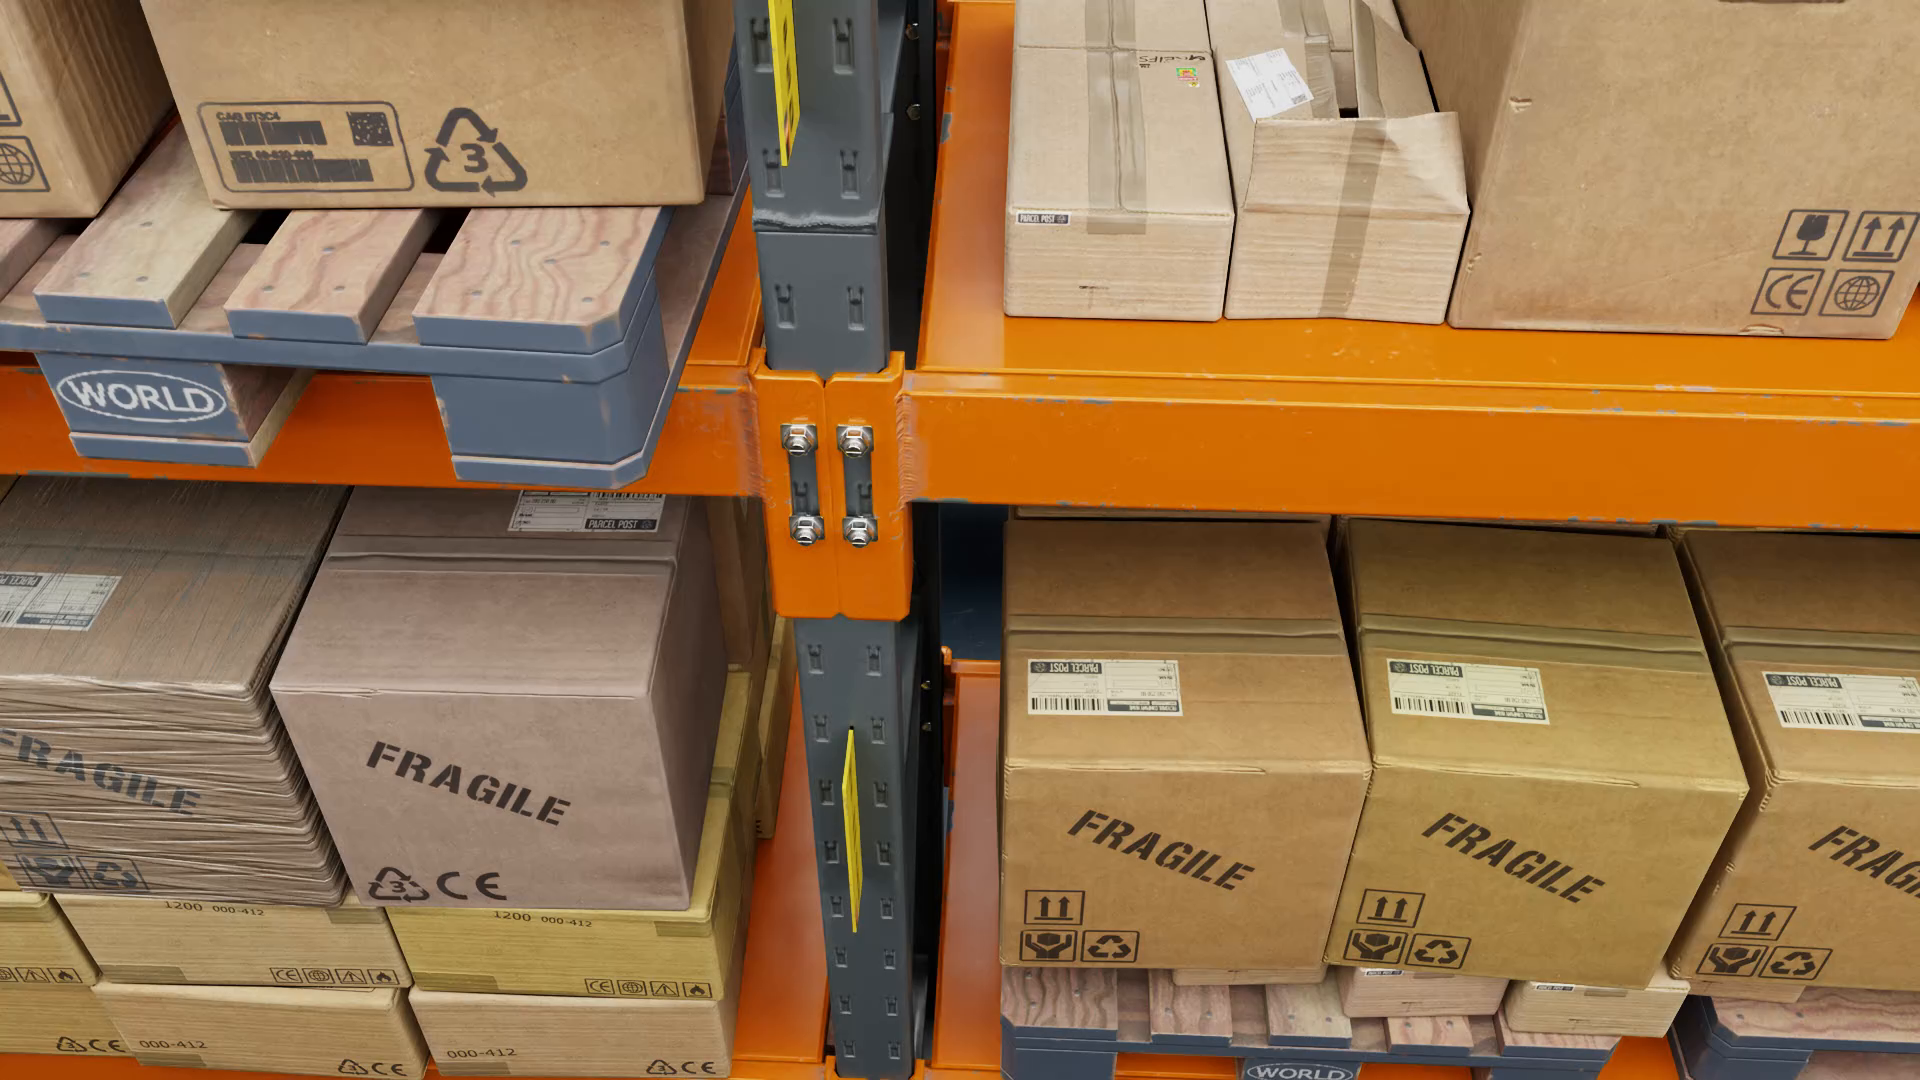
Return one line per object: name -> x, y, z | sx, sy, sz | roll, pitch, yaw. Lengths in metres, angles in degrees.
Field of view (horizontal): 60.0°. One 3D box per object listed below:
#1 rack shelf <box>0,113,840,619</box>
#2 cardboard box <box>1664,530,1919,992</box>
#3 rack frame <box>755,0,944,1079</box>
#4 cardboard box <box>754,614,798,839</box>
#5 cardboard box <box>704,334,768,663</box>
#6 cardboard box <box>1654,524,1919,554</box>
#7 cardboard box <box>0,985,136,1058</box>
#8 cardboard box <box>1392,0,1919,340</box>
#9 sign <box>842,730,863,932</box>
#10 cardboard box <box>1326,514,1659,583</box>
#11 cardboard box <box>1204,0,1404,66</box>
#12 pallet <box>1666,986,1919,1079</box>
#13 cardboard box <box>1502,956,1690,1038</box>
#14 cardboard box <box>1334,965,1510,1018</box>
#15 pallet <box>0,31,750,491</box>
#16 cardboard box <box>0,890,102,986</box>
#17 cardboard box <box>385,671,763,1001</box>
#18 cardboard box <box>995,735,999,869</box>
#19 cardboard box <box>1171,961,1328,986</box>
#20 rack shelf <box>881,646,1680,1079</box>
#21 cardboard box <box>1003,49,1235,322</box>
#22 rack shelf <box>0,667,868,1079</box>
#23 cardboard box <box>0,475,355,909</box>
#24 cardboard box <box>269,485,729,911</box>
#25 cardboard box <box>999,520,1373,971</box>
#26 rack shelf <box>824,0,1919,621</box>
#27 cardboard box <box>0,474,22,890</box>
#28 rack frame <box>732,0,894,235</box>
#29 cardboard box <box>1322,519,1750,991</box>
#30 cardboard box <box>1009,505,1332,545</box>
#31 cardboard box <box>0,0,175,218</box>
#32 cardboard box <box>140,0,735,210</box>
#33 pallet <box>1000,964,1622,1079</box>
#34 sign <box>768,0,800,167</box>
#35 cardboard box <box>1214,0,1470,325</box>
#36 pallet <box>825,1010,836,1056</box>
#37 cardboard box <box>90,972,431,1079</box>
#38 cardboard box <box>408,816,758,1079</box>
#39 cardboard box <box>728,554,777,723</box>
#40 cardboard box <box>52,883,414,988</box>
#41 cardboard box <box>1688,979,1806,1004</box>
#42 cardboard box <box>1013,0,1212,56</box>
rack shelf -> -2.122, -0.449, 2.358 | 4.000, 0.370, 1.077 | 2, 43, 2
cardboard box -> 1.367, 0.342, 2.582 | 0.500, 0.500, 0.500 | 2, 43, 3
rack frame -> -0.124, 0.447, 3.070 | 0.127, 3.000, 1.000 | 2, 43, 2
cardboard box -> -0.602, 0.316, 3.321 | 0.500, 0.250, 0.500 | 1, 43, 1
cardboard box -> -0.606, -0.137, 2.890 | 0.500, 0.500, 0.500 | 0, 43, 0
cardboard box -> 1.364, -0.004, 2.954 | 0.500, 0.500, 0.500 | -1, 43, -1
cardboard box -> -1.654, 0.632, 2.981 | 0.500, 0.250, 0.500 | 1, 43, 1
cardboard box -> 0.822, -0.651, 1.974 | 0.500, 0.500, 0.700 | 2, 43, 2
sign -> -0.146, 0.401, 2.269 | 0.005, 0.325, 0.100 | 2, 43, 2
cardboard box -> 0.860, -0.019, 2.970 | 0.500, 0.500, 0.500 | 1, 43, 1
cardboard box -> 0.449, -0.690, 2.274 | 0.250, 0.149, 0.380 | 2, 43, 2
pallet -> 1.855, 0.550, 3.100 | 1.213, 0.211, 1.003 | 2, 43, 2
cardboard box -> 1.018, 0.616, 2.765 | 0.250, 0.149, 0.380 | 2, 43, 2
cardboard box -> 0.744, 0.593, 2.789 | 0.250, 0.149, 0.380 | -1, 43, -1
pallet -> -0.770, -0.565, 2.094 | 1.003, 0.211, 1.213 | 4, 43, 4
cardboard box -> -1.644, 0.462, 2.797 | 0.500, 0.250, 0.500 | 1, 43, 1
cardboard box -> -0.619, 0.477, 2.780 | 0.500, 0.250, 0.500 | 2, 43, 2
cardboard box -> 0.192, 0.522, 2.865 | 0.250, 0.149, 0.380 | -1, 43, -1
cardboard box -> 0.473, 0.553, 2.832 | 0.250, 0.149, 0.380 | -1, 43, -1
rack shelf -> 1.874, 0.772, 3.249 | 4.000, 0.370, 1.077 | 2, 43, 2
cardboard box -> 0.183, -0.433, 1.998 | 0.250, 0.149, 0.380 | 2, 43, 2
rack shelf -> -2.122, 0.649, 3.381 | 4.000, 0.370, 1.077 | 2, 43, 2
cardboard box -> -1.165, 0.197, 2.531 | 0.500, 0.500, 0.500 | 2, 43, 3
cardboard box -> -0.652, 0.207, 2.520 | 0.500, 0.500, 0.500 | 1, 43, 1
cardboard box -> 0.315, 0.319, 2.607 | 0.500, 0.500, 0.500 | 1, 43, 1
rack shelf -> 1.874, -0.326, 2.226 | 4.000, 0.370, 1.077 | 2, 43, 2
cardboard box -> -1.661, 0.177, 2.553 | 0.500, 0.500, 0.500 | 2, 43, 2
rack frame -> -0.124, -1.748, 1.025 | 0.127, 3.000, 1.000 | 2, 43, 2
cardboard box -> 0.836, 0.331, 2.595 | 0.500, 0.500, 0.500 | 4, 43, 4
cardboard box -> 0.343, -0.027, 2.979 | 0.500, 0.500, 0.500 | 1, 43, 1
cardboard box -> -1.122, -0.742, 1.764 | 0.500, 0.500, 0.700 | 0, 43, 0
cardboard box -> -0.508, -0.751, 1.771 | 0.637, 0.503, 0.797 | -1, 43, -1
pallet -> 0.593, 0.467, 3.189 | 1.003, 0.211, 1.213 | 2, 43, 2
sign -> -0.157, -0.491, 1.438 | 0.005, 0.325, 0.100 | 2, 43, 2
cardboard box -> 0.438, -0.468, 1.950 | 0.258, 0.266, 0.396 | 2, 43, 2
pallet -> -0.908, 1.392, 4.101 | 1.213, 0.211, 1.003 | 2, 43, 2
cardboard box -> -1.152, 0.658, 2.953 | 0.500, 0.250, 0.500 | 2, 43, 3
cardboard box -> -0.641, 0.663, 2.948 | 0.500, 0.250, 0.500 | 0, 43, 0
cardboard box -> -0.619, 0.135, 3.147 | 0.500, 0.250, 0.500 | 1, 43, 2
cardboard box -> -1.132, 0.464, 2.795 | 0.500, 0.250, 0.500 | 1, 43, 1
cardboard box -> 1.263, 0.570, 2.814 | 0.250, 0.149, 0.380 | 4, 43, 4
cardboard box -> 0.200, -0.692, 2.276 | 0.250, 0.149, 0.380 | 2, 43, 2
